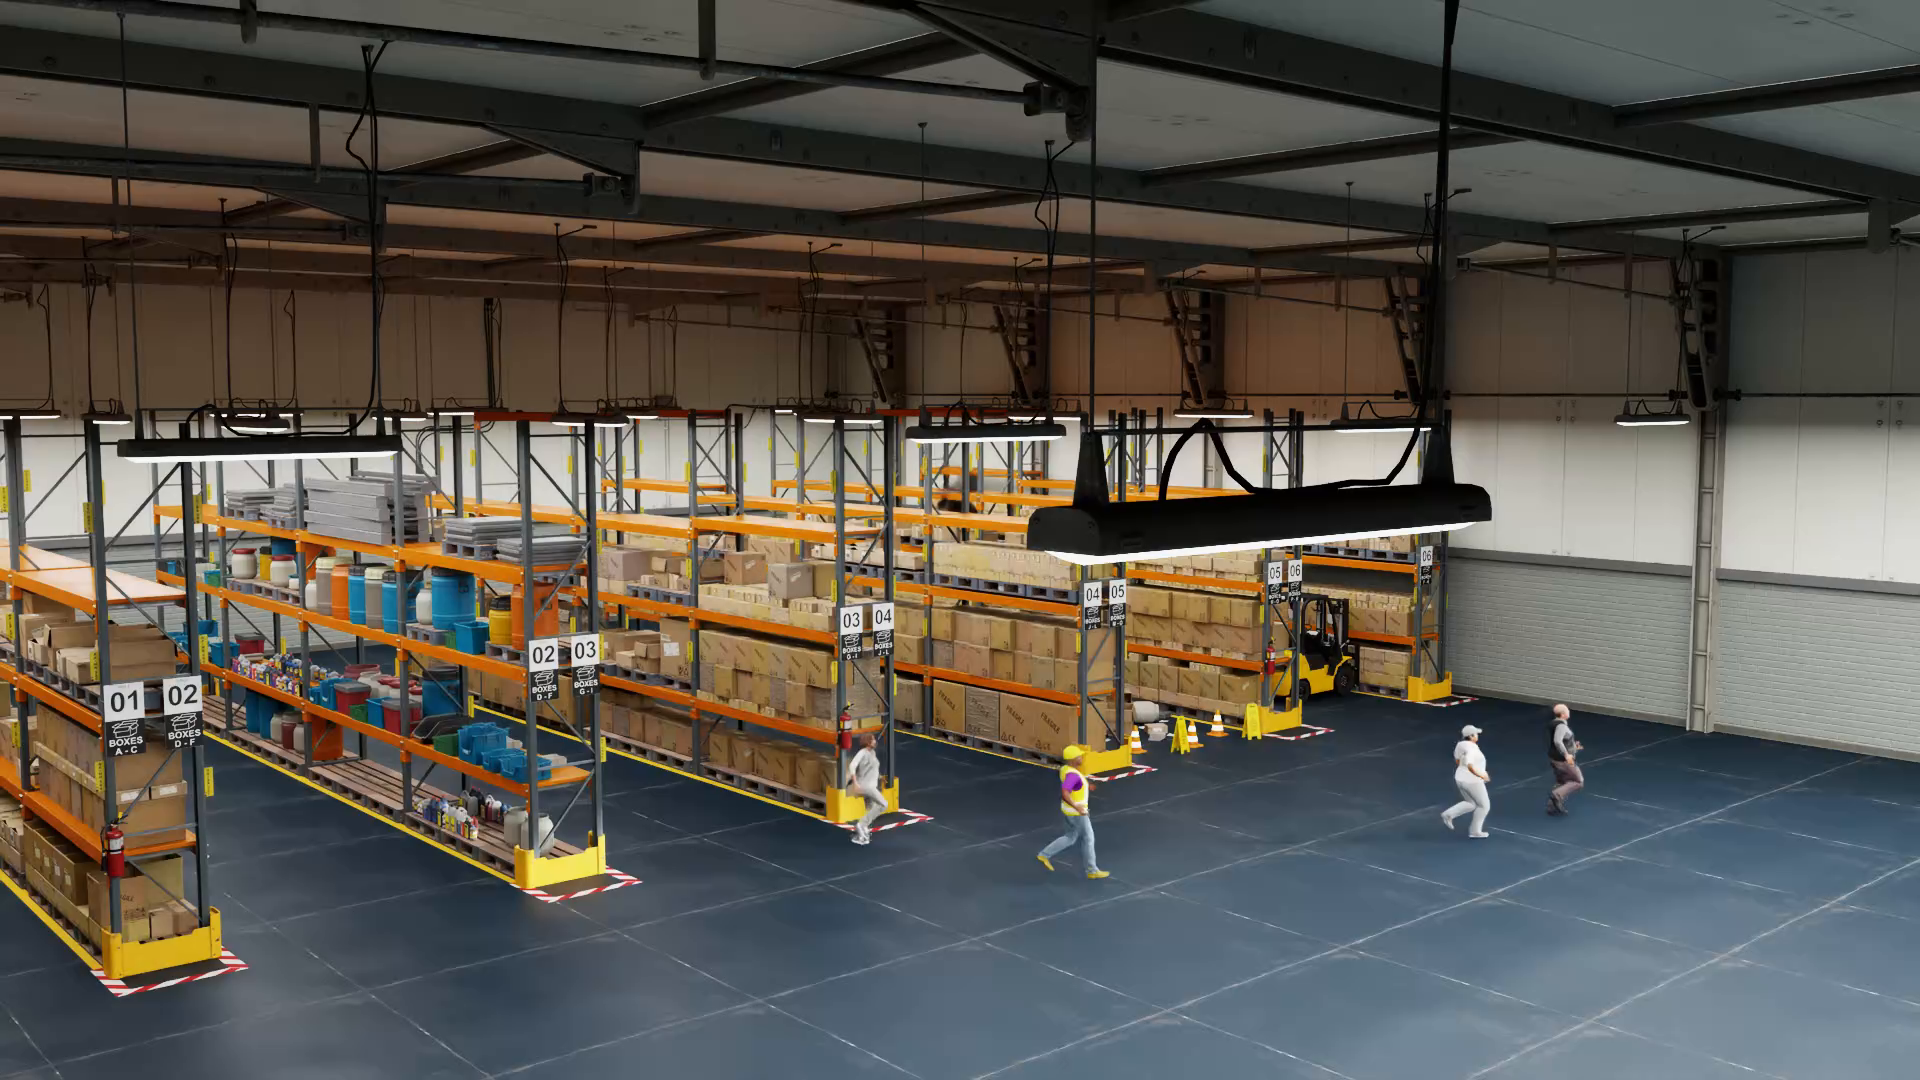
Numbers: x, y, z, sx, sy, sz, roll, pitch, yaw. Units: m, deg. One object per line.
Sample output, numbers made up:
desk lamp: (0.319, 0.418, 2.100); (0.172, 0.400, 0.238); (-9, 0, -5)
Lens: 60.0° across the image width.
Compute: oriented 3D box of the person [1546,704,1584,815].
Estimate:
person: (9.092, 3.300, 24.975); (0.575, 1.679, 0.657); (0, 5, -3)

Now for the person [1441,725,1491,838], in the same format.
person: (7.240, 3.441, 23.704); (0.652, 1.619, 0.611); (-1, 5, -7)

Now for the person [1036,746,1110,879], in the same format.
person: (1.481, 3.541, 21.649); (0.963, 1.747, 0.710); (-1, 5, -11)

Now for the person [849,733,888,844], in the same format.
person: (-1.258, 3.503, 23.499); (0.536, 1.515, 0.550); (1, 5, 11)
